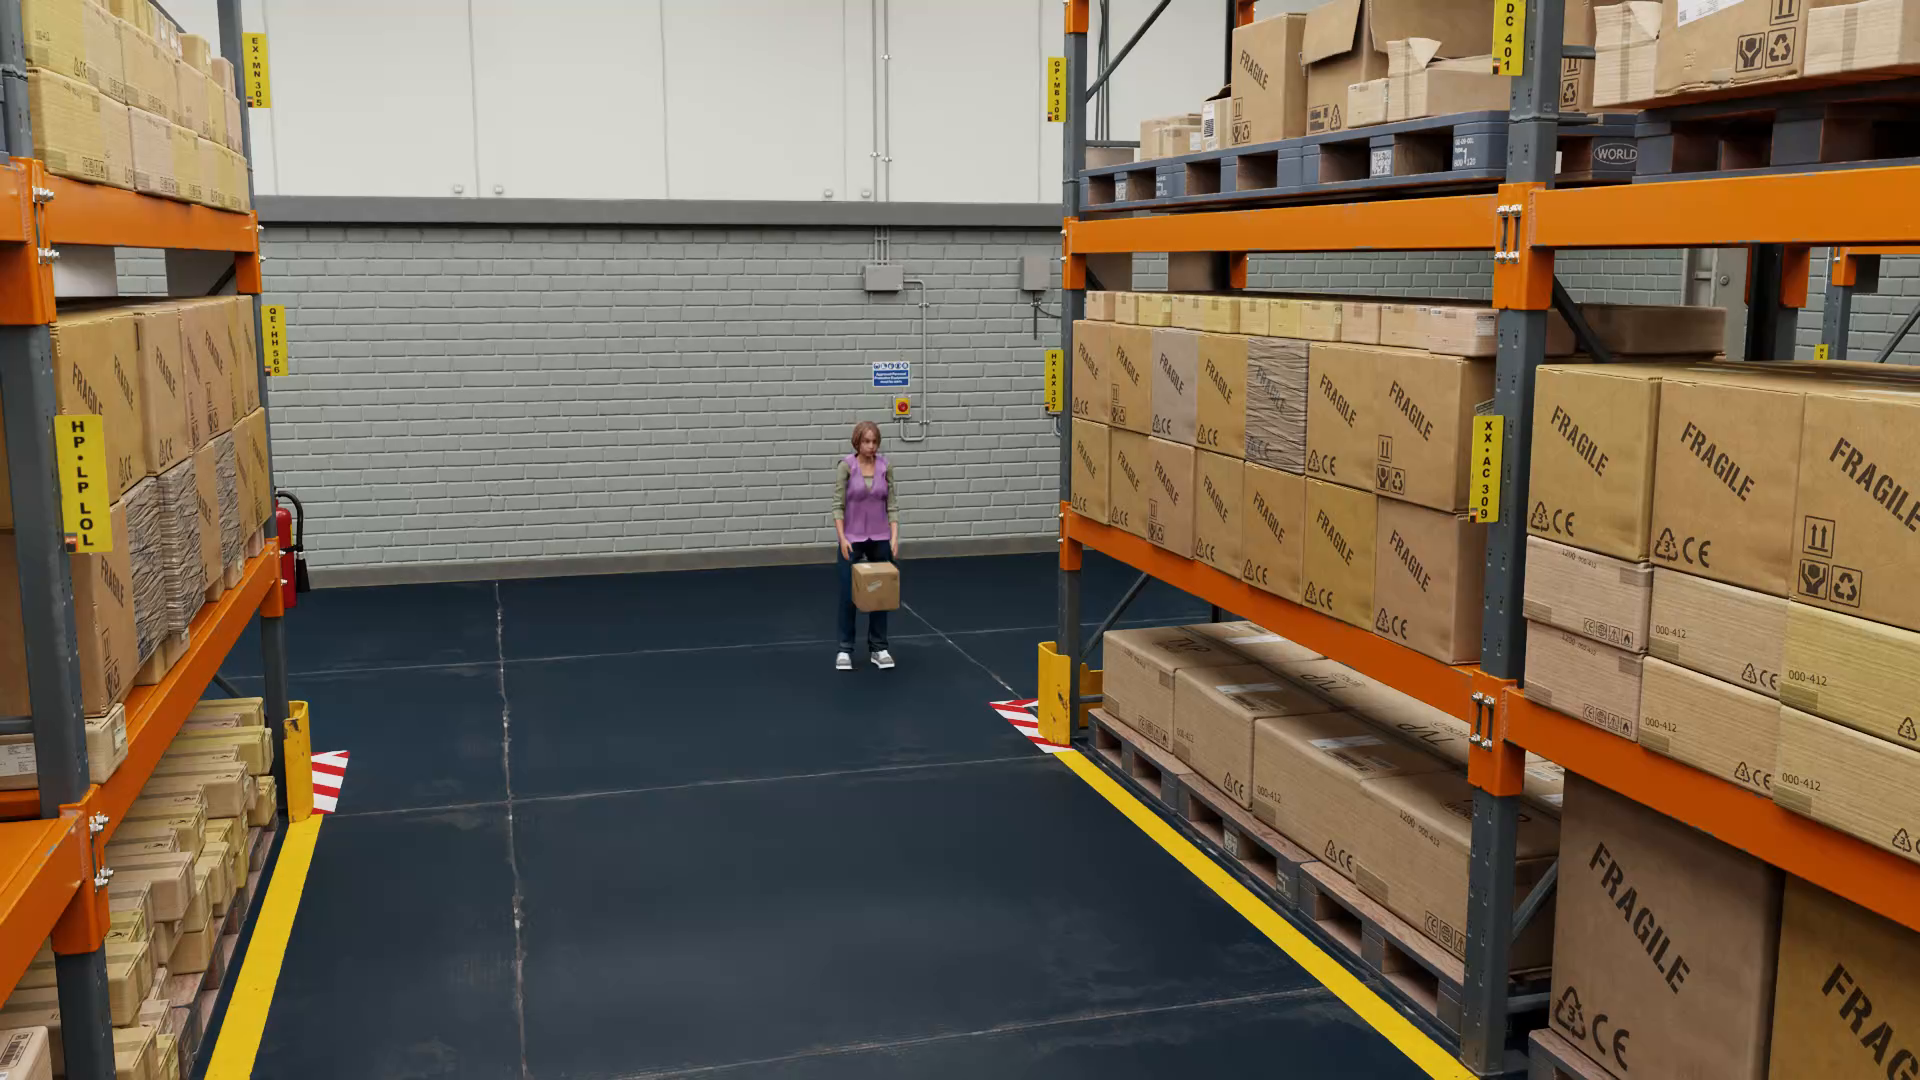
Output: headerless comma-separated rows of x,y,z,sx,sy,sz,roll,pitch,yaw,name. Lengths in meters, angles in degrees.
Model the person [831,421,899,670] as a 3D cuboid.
-0.604,0.034,10.730,0.453,1.586,0.373,-3,10,-18,person
